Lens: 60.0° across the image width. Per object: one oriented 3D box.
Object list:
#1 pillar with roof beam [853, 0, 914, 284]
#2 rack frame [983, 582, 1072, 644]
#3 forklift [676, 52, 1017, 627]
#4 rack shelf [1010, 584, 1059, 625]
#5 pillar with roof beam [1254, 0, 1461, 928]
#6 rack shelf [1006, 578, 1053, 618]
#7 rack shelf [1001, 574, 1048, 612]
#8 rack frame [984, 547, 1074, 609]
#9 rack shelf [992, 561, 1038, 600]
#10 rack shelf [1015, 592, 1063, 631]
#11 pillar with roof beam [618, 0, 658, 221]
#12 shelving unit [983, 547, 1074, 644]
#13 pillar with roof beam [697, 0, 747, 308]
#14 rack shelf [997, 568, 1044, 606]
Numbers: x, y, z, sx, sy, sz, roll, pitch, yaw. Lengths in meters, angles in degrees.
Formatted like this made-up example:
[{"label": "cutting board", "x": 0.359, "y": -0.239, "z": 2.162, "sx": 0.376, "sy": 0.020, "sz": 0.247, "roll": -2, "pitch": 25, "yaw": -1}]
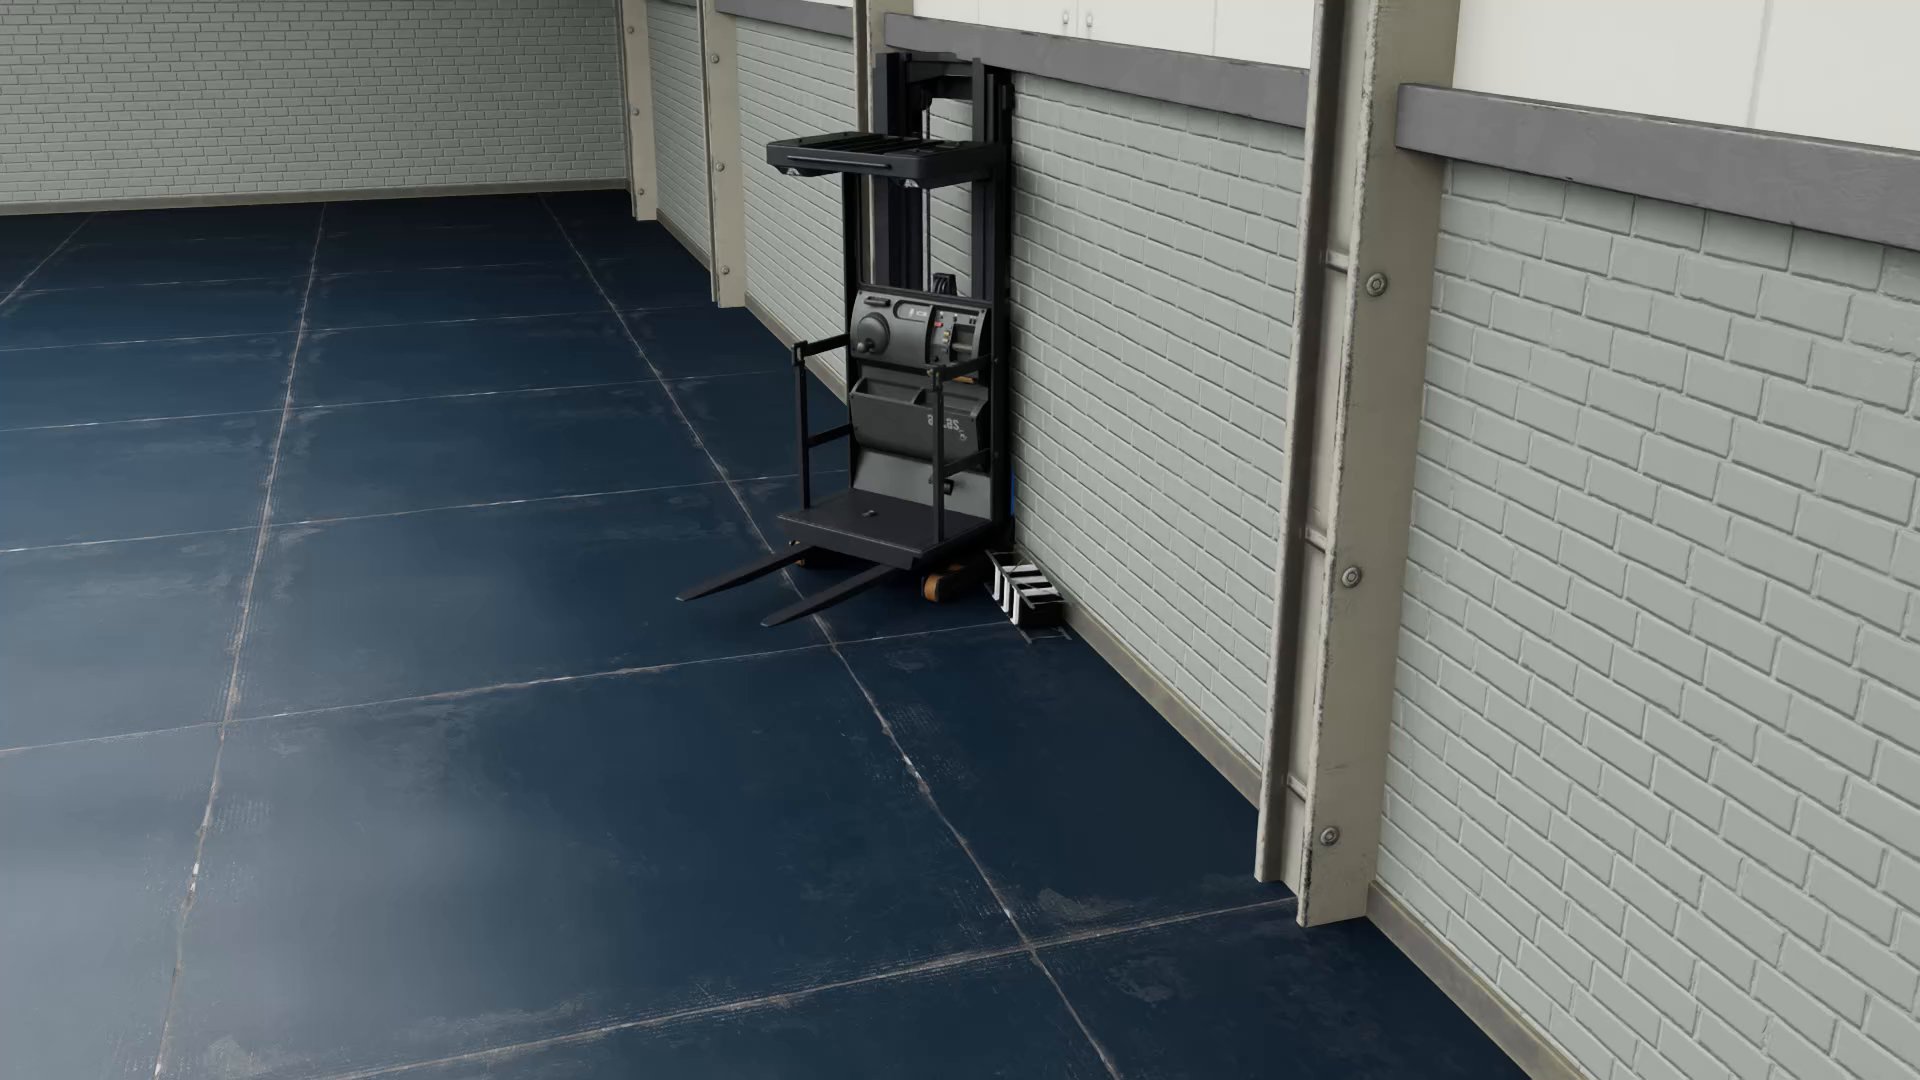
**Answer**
[{"label": "pillar with roof beam", "x": -4.586, "y": -4.310, "z": 9.104, "sx": 9.100, "sy": 9.000, "sz": 0.400, "roll": -6, "pitch": 21, "yaw": -17}, {"label": "rack frame", "x": 0.368, "y": 0.395, "z": 9.285, "sx": 0.240, "sy": 0.006, "sz": 0.900, "roll": -4, "pitch": 21, "yaw": -15}, {"label": "forklift", "x": -0.366, "y": -1.208, "z": 9.443, "sx": 1.130, "sy": 2.935, "sz": 3.031, "roll": 14, "pitch": 24, "yaw": 33}, {"label": "rack shelf", "x": 0.409, "y": 0.348, "z": 9.118, "sx": 0.258, "sy": 0.200, "sz": 0.077, "roll": -4, "pitch": 21, "yaw": -15}, {"label": "pillar with roof beam", "x": -2.700, "y": -2.385, "z": 3.744, "sx": 9.100, "sy": 9.000, "sz": 0.400, "roll": -6, "pitch": 21, "yaw": -17}, {"label": "rack shelf", "x": 0.386, "y": 0.318, "z": 9.200, "sx": 0.258, "sy": 0.200, "sz": 0.077, "roll": -4, "pitch": 21, "yaw": -15}, {"label": "rack shelf", "x": 0.362, "y": 0.288, "z": 9.281, "sx": 0.258, "sy": 0.200, "sz": 0.077, "roll": -4, "pitch": 21, "yaw": -15}, {"label": "rack frame", "x": 0.374, "y": 0.204, "z": 9.216, "sx": 0.240, "sy": 0.006, "sz": 0.900, "roll": -4, "pitch": 21, "yaw": -15}, {"label": "rack shelf", "x": 0.314, "y": 0.228, "z": 9.444, "sx": 0.258, "sy": 0.200, "sz": 0.077, "roll": -4, "pitch": 21, "yaw": -15}, {"label": "rack shelf", "x": 0.433, "y": 0.378, "z": 9.037, "sx": 0.258, "sy": 0.200, "sz": 0.077, "roll": -4, "pitch": 21, "yaw": -15}, {"label": "pillar with roof beam", "x": -8.358, "y": -8.161, "z": 19.826, "sx": 9.100, "sy": 9.000, "sz": 0.400, "roll": -6, "pitch": 21, "yaw": -17}, {"label": "shelving unit", "x": 0.371, "y": 0.299, "z": 9.251, "sx": 0.258, "sy": 0.210, "sz": 0.900, "roll": -4, "pitch": 21, "yaw": -15}, {"label": "pillar with roof beam", "x": -6.472, "y": -6.236, "z": 14.465, "sx": 9.100, "sy": 9.000, "sz": 0.400, "roll": -6, "pitch": 21, "yaw": -17}, {"label": "rack shelf", "x": 0.338, "y": 0.258, "z": 9.362, "sx": 0.258, "sy": 0.200, "sz": 0.077, "roll": -4, "pitch": 21, "yaw": -15}]
